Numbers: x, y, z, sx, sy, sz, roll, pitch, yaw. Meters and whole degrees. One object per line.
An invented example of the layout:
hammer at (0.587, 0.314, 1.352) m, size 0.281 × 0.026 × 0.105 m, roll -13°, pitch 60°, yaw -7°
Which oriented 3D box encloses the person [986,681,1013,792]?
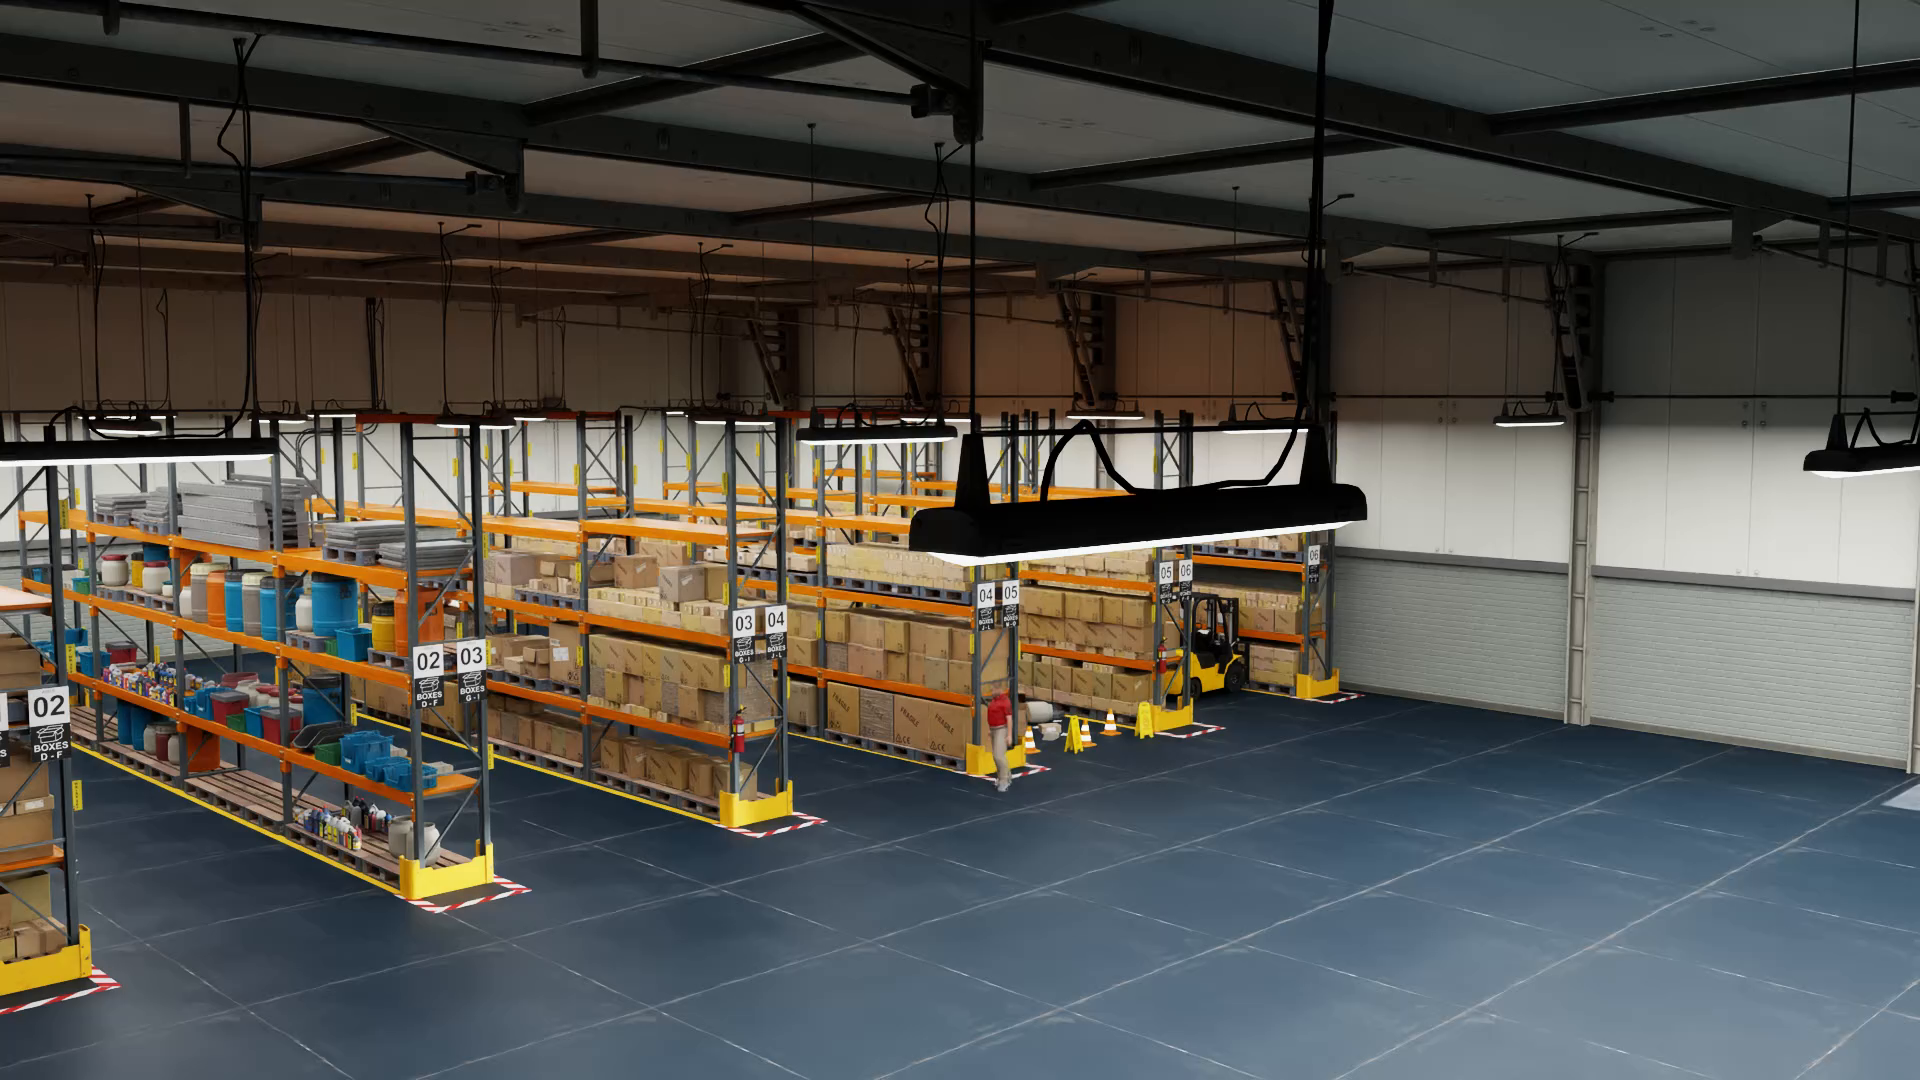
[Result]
person at (0.670, 3.176, 26.854) m, size 0.426 × 1.796 × 0.627 m, roll -2°, pitch 5°, yaw -20°

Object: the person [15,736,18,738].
person at (-13.608, 3.448, 23.823) m, size 0.507 × 1.660 × 0.588 m, roll 3°, pitch 6°, yaw 35°

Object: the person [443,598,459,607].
person at (-12.098, 2.033, 39.273) m, size 0.648 × 1.759 × 0.627 m, roll 1°, pitch 5°, yaw 8°
